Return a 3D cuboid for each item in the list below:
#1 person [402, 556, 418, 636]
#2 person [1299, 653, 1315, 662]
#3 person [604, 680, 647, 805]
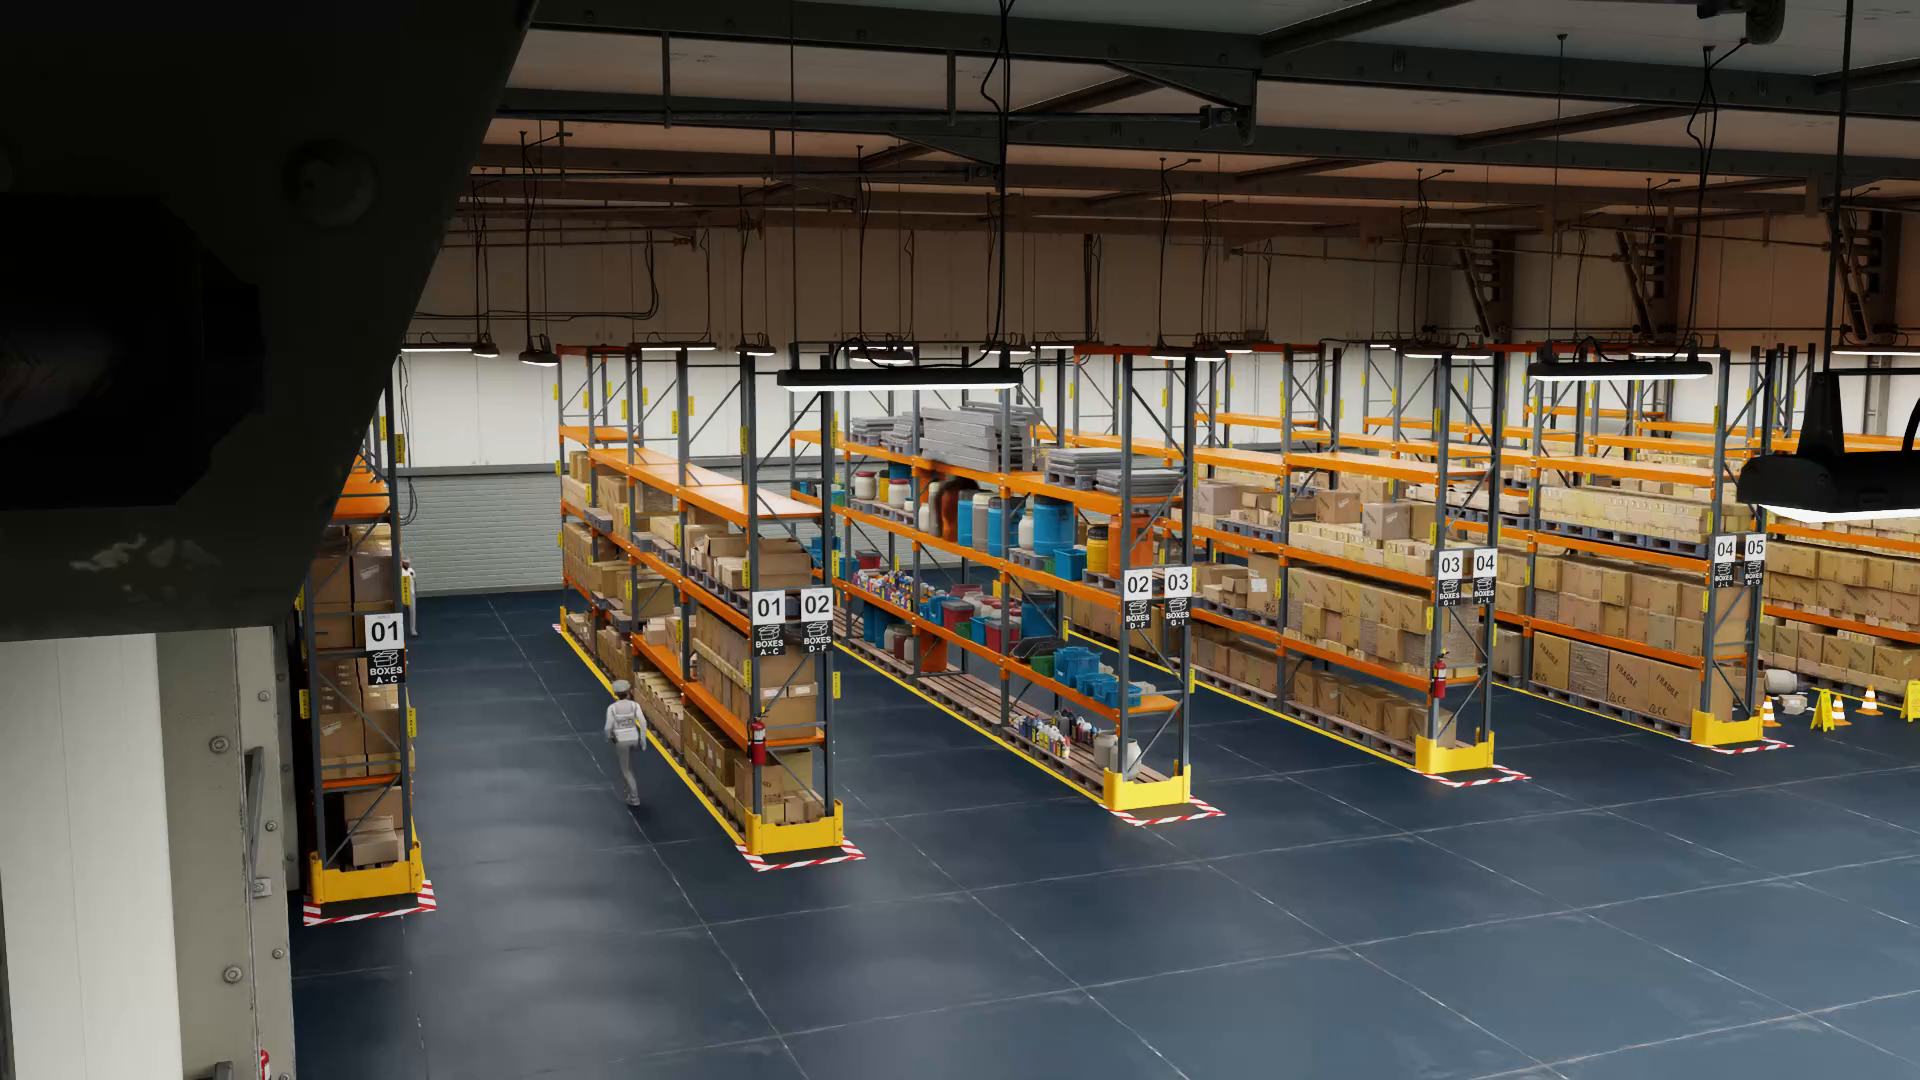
[{"bbox_3d":[-11.493,1.141,34.480,0.433,1.646,0.959,-4,8,-28],"label":"person"},{"bbox_3d":[6.708,1.467,31.698,0.550,1.733,0.598,-2,8,-17],"label":"person"},{"bbox_3d":[-4.518,2.726,22.210,0.616,1.737,0.479,5,9,34],"label":"person"}]
